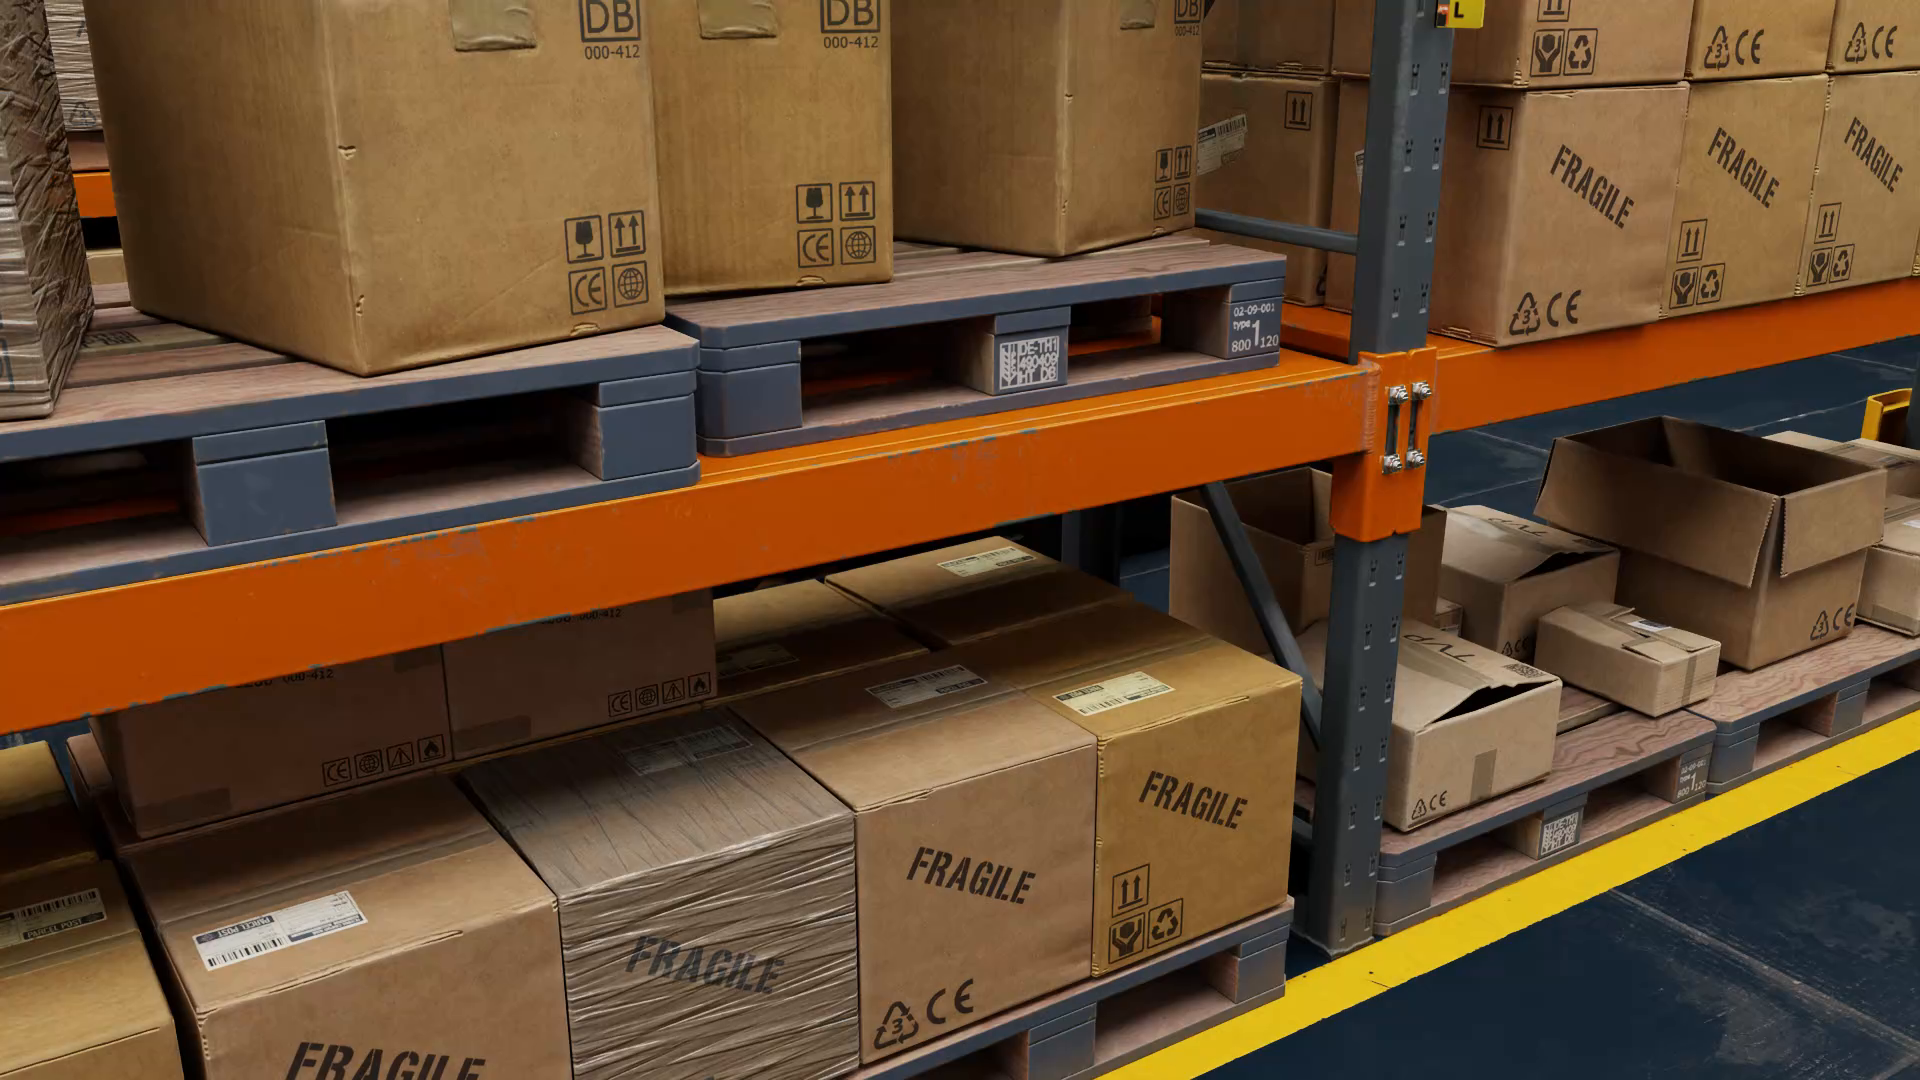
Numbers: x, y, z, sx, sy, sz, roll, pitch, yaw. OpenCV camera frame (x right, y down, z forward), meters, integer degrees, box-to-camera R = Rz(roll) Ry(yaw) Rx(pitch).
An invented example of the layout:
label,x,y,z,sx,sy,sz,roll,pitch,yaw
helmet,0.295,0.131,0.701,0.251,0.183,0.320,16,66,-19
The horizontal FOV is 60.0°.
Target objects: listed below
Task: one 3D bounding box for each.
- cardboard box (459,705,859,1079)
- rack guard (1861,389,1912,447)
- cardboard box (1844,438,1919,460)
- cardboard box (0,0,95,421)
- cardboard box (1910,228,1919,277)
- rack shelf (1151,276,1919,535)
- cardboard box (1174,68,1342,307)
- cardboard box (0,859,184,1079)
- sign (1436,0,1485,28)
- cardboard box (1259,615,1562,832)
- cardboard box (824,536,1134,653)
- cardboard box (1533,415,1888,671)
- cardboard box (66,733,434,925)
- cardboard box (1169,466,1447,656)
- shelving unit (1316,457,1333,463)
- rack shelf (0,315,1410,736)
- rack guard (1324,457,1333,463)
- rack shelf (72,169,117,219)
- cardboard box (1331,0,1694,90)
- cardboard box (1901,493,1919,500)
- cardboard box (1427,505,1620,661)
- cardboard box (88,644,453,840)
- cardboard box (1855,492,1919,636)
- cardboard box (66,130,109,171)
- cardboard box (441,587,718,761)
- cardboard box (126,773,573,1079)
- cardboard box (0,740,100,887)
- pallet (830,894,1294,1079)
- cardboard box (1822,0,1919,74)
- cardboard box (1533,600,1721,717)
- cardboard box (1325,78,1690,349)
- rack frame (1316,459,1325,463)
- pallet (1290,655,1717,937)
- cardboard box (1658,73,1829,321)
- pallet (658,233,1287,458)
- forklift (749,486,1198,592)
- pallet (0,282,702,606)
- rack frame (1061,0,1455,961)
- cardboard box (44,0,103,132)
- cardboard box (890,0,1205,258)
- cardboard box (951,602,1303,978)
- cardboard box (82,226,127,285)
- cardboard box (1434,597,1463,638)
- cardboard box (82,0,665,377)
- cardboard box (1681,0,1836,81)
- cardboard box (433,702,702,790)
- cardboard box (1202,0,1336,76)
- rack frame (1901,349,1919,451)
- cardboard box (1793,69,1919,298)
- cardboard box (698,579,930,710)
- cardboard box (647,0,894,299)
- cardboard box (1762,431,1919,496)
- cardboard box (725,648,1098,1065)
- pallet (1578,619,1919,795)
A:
label,x,y,z,sx,sy,sz,roll,pitch,yaw
cardboard box,-0.515,0.651,2.852,0.500,0.500,0.500,-12,22,-31
rack guard,3.853,-0.168,5.962,0.348,0.500,1.175,-12,22,-31
cardboard box,3.378,-0.242,6.041,0.250,0.149,0.380,-12,22,-31
cardboard box,-1.432,-0.454,2.093,0.500,0.500,0.700,-8,20,-21
cardboard box,2.421,-0.994,4.346,0.500,0.500,0.500,-12,22,-32
rack shelf,2.247,-0.673,4.675,4.000,0.370,1.077,-12,22,-31
cardboard box,0.853,-0.865,3.965,0.500,0.500,0.500,-11,22,-31
cardboard box,-1.371,0.835,2.309,0.500,0.500,0.500,-12,22,-32
sign,0.884,-1.062,2.895,0.005,0.325,0.100,-12,22,-31
cardboard box,1.046,0.388,3.925,0.500,0.311,0.500,-12,22,-31
cardboard box,0.038,0.334,3.788,0.500,0.500,0.500,-13,23,-34
cardboard box,2.142,-0.019,4.830,0.637,0.503,0.797,-12,22,-31
cardboard box,-1.245,0.606,2.984,0.500,0.500,0.500,-13,23,-33
cardboard box,0.896,0.138,4.369,0.500,0.500,0.500,-12,22,-31
shelving unit,1.218,-0.931,6.656,1.083,1.500,0.587,-11,21,-29
rack shelf,-1.094,0.032,2.591,4.000,0.370,1.077,-12,22,-31
rack guard,1.647,-0.419,7.095,0.087,0.250,0.587,-11,21,-29
rack shelf,-3.822,-1.293,6.508,4.000,0.370,1.077,-12,22,-31
cardboard box,1.124,-1.190,3.364,0.500,0.500,0.500,-11,22,-30
cardboard box,3.211,-0.023,5.367,0.250,0.166,0.380,-12,22,-31
cardboard box,1.522,0.096,4.790,0.500,0.311,0.500,-12,22,-31
cardboard box,-1.216,0.244,2.885,0.500,0.250,0.500,-12,22,-32
cardboard box,2.788,0.049,5.022,0.500,0.250,0.500,-12,22,-31
cardboard box,-3.363,-1.529,6.444,0.250,0.149,0.380,-13,22,-33
cardboard box,-0.797,0.155,3.147,0.500,0.250,0.500,-12,22,-31
cardboard box,-0.938,0.741,2.585,0.500,0.500,0.500,-13,23,-33
cardboard box,-1.680,0.700,2.706,0.500,0.500,0.500,-13,23,-33
pallet,-0.082,0.813,3.510,1.213,0.211,1.003,-12,22,-31
cardboard box,1.985,-1.372,3.901,0.500,0.500,0.500,-13,22,-33
cardboard box,1.763,0.301,4.407,0.250,0.166,0.380,-12,22,-31
cardboard box,1.152,-0.726,3.551,0.500,0.500,0.500,-11,22,-30
rack frame,1.649,-1.012,6.895,0.032,1.500,0.500,-11,21,-29
pallet,1.150,0.539,4.321,1.213,0.211,1.003,-12,22,-31
cardboard box,1.578,-0.817,3.821,0.500,0.500,0.500,-11,22,-30
pallet,-0.151,-0.459,3.218,1.213,0.211,1.003,-12,22,-31
forklift,-0.599,-1.295,5.499,3.031,2.935,1.130,-11,21,-29
pallet,-1.143,-0.210,2.481,1.213,0.211,1.003,-12,22,-31
rack frame,0.576,-0.661,3.517,0.127,3.000,1.000,-12,22,-31
cardboard box,-3.243,-1.856,6.399,0.500,0.500,0.500,-12,22,-31
cardboard box,0.058,-0.884,3.364,0.700,0.500,0.500,14,23,35
cardboard box,0.322,0.478,3.363,0.500,0.500,0.500,-12,22,-32
cardboard box,-3.363,-0.860,6.805,0.750,0.750,0.750,-11,22,-30
cardboard box,1.176,0.222,4.668,0.250,0.149,0.380,-12,22,-31
cardboard box,-0.865,-0.580,2.465,0.700,0.500,0.500,16,24,39
cardboard box,1.555,-1.281,3.633,0.500,0.500,0.500,-13,22,-33
cardboard box,-0.823,0.517,3.247,0.500,0.500,0.500,-12,22,-31
cardboard box,0.856,-1.341,3.810,0.500,0.500,0.500,-12,22,-31
rack frame,3.917,-1.366,5.601,0.127,3.000,1.000,-12,22,-31
cardboard box,1.997,-0.904,4.079,0.500,0.500,0.500,-12,22,-32
cardboard box,-0.401,0.431,3.501,0.500,0.500,0.500,-12,22,-31
cardboard box,-0.482,-0.746,2.956,0.500,0.500,0.700,-8,20,-23
cardboard box,2.889,-0.164,5.652,0.500,0.250,0.500,-12,22,-31
cardboard box,-0.096,0.563,3.112,0.500,0.500,0.500,-12,22,-31
pallet,2.170,0.323,4.961,1.213,0.211,1.003,-12,22,-31
